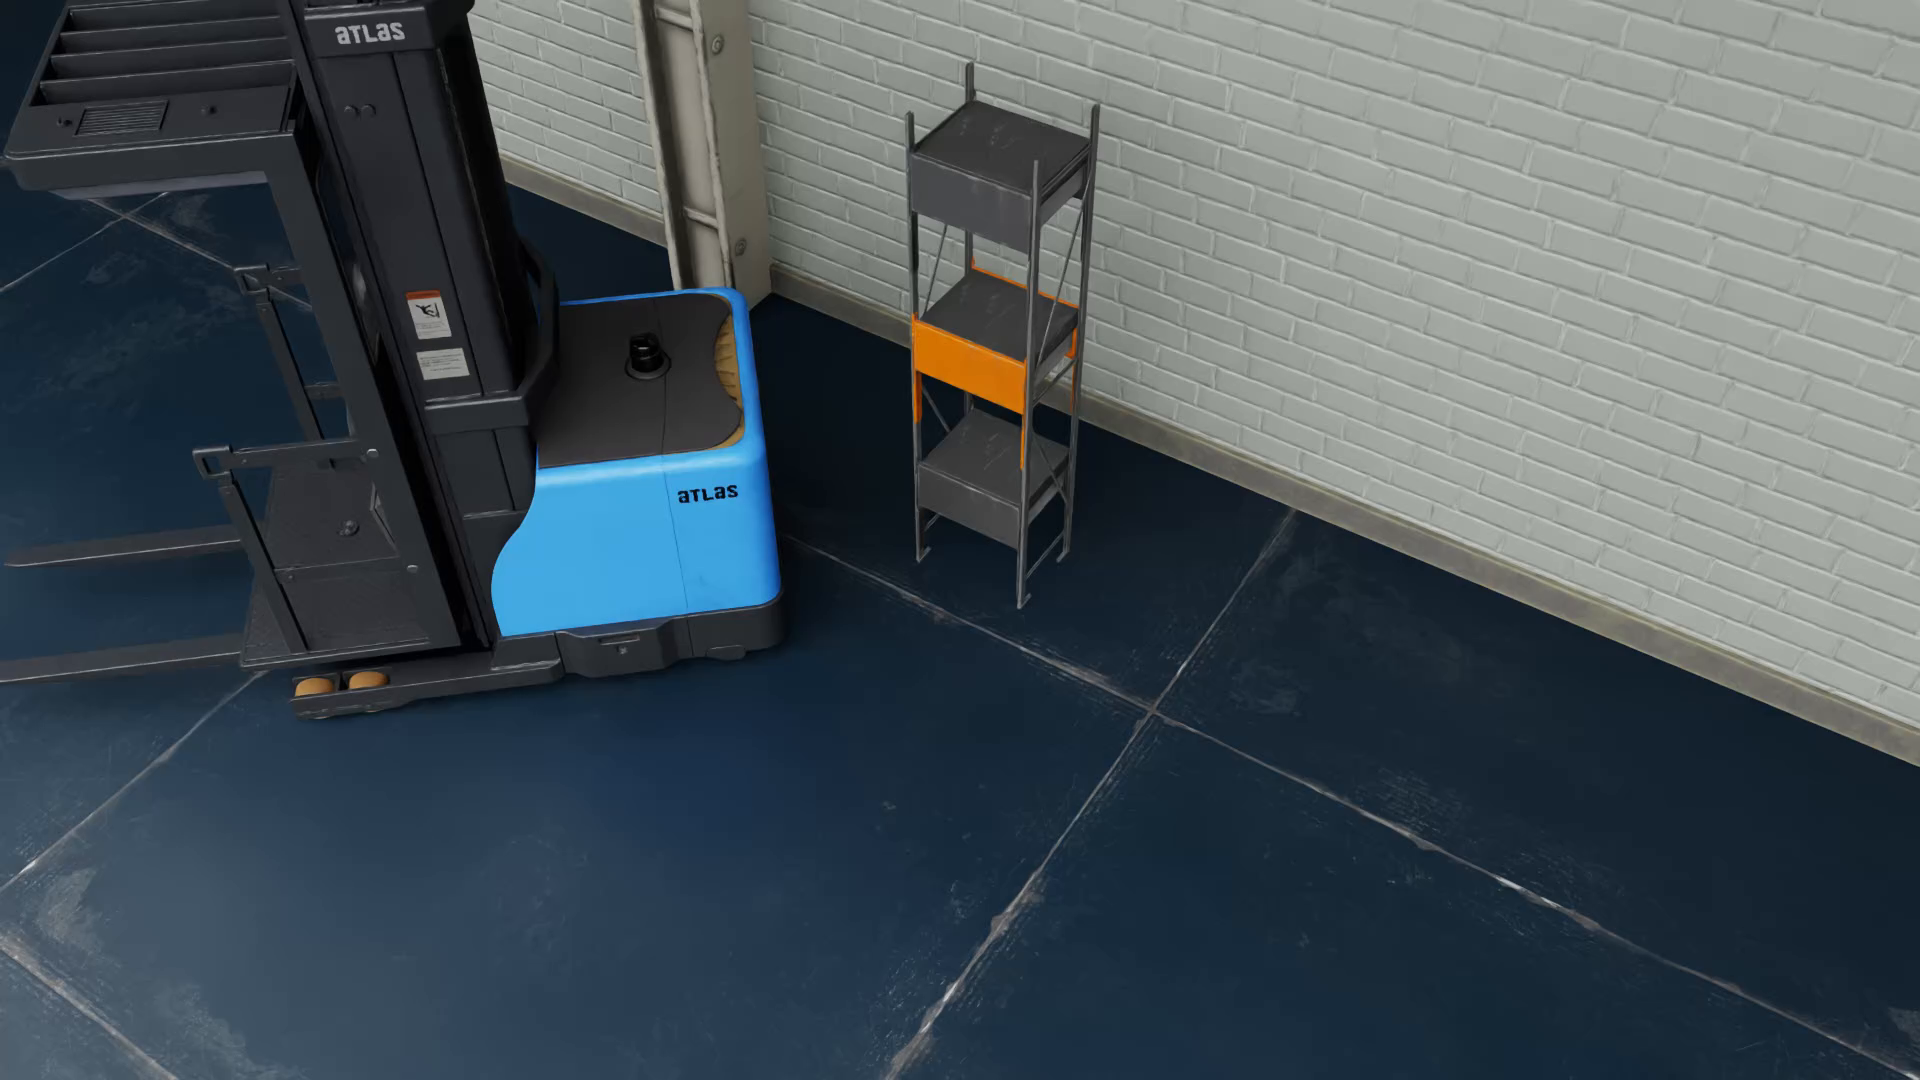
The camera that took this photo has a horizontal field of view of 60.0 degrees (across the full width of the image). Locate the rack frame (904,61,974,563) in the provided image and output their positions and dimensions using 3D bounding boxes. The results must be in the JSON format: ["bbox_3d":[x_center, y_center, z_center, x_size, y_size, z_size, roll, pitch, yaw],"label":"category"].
[{"bbox_3d":[-0.066,-0.762,6.248,0.015,2.100,0.400,25,51,22],"label":"rack frame"}]

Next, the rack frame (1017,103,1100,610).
[{"bbox_3d":[0.345,-0.573,6.065,0.015,2.100,0.400,25,51,22],"label":"rack frame"}]

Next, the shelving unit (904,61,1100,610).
[{"bbox_3d":[0.139,-0.668,6.157,0.503,2.100,0.431,25,51,22],"label":"shelving unit"}]

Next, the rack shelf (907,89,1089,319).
[{"bbox_3d":[0.139,-1.146,5.664,0.480,0.518,0.431,25,51,22],"label":"rack shelf"}]

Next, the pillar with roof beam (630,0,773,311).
[{"bbox_3d":[-3.478,-1.762,2.410,0.400,9.000,9.100,25,51,22],"label":"pillar with roof beam"}]

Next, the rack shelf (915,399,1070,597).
[{"bbox_3d":[0.139,-0.170,6.668,0.480,0.518,0.431,25,51,22],"label":"rack shelf"}]

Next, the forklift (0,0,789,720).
[{"bbox_3d":[-2.236,-0.752,5.659,3.031,2.935,1.130,-7,46,-7],"label":"forklift"}]

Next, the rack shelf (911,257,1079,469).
[{"bbox_3d":[0.139,-0.658,6.166,0.480,0.518,0.431,25,51,22],"label":"rack shelf"}]
